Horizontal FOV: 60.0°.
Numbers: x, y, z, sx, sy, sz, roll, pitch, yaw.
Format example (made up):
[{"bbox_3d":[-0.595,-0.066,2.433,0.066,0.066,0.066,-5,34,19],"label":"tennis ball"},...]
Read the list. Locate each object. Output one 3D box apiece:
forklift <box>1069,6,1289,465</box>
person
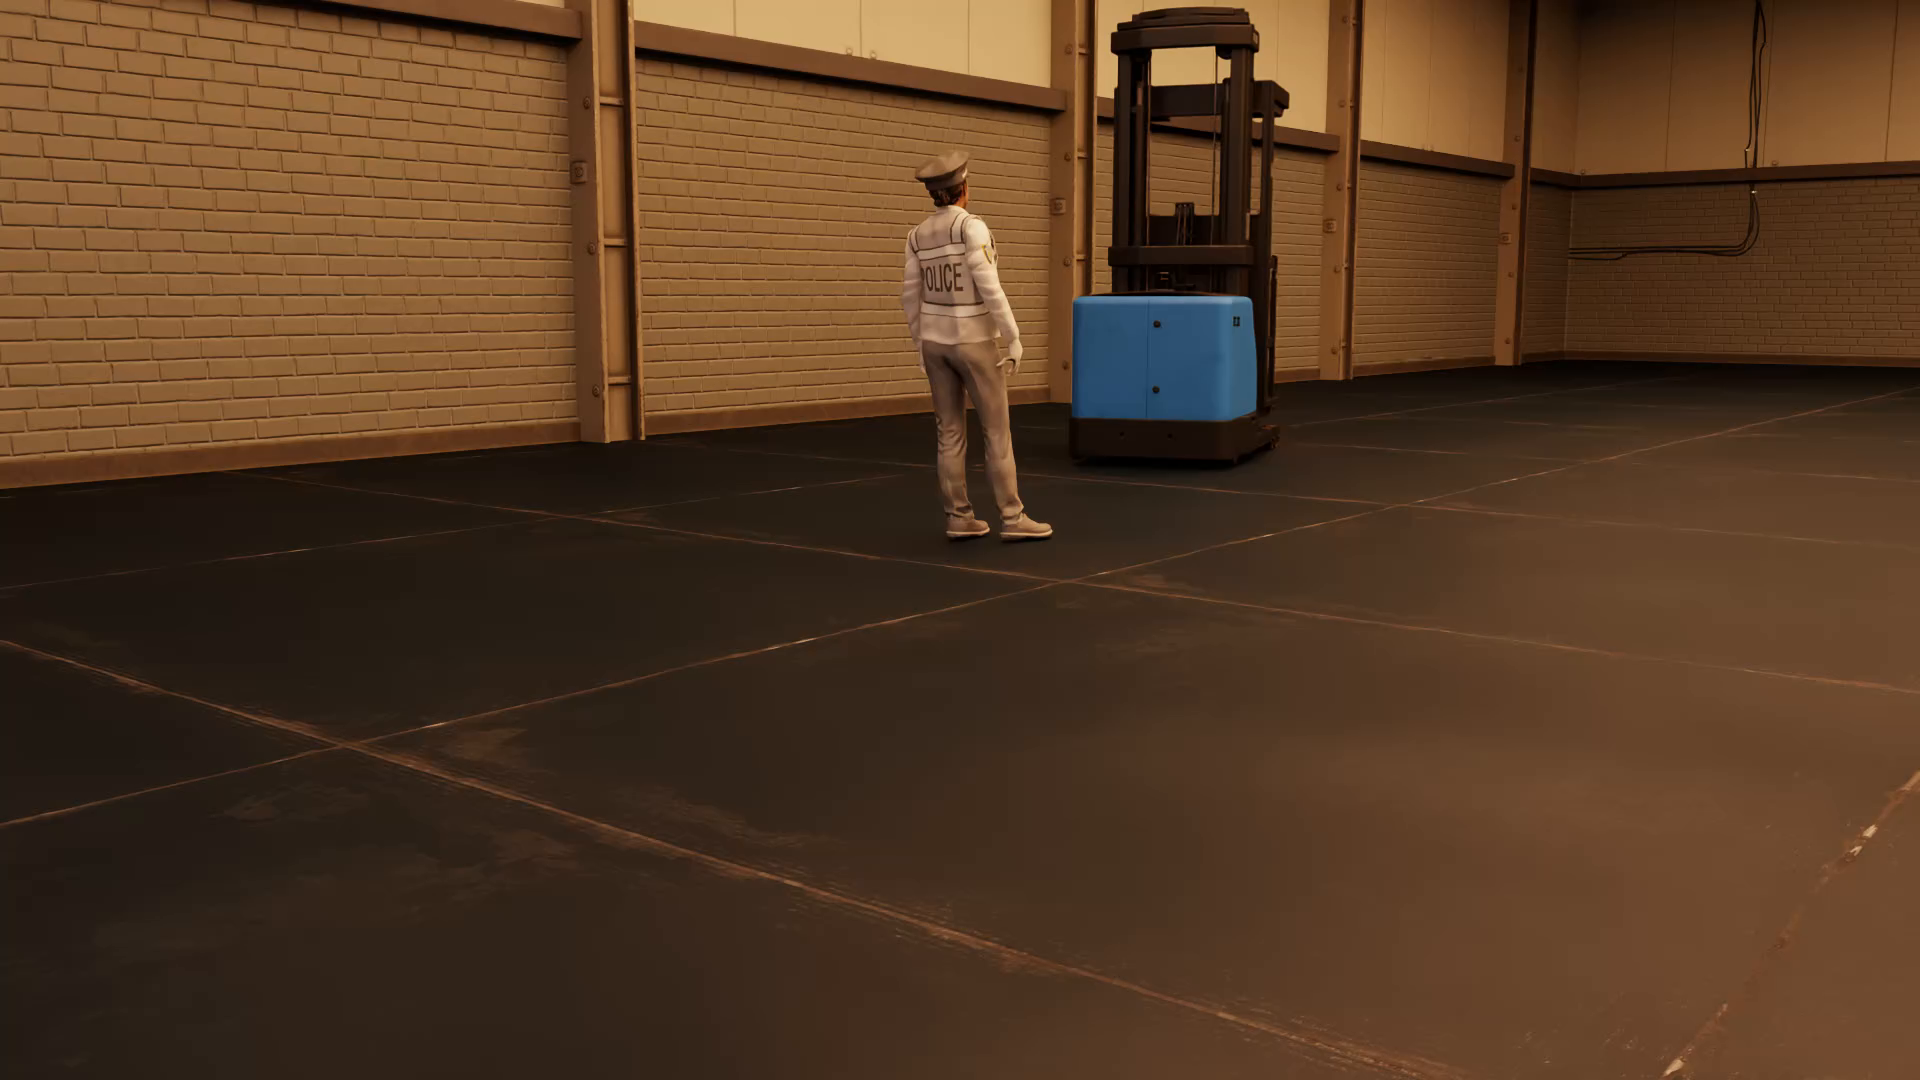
[{"bbox_3d":[1.667,-2.101,11.638,1.130,2.935,3.031,3,9,19],"label":"forklift"},{"bbox_3d":[0.049,-0.853,7.330,0.586,1.694,0.530,7,11,38],"label":"person"}]
